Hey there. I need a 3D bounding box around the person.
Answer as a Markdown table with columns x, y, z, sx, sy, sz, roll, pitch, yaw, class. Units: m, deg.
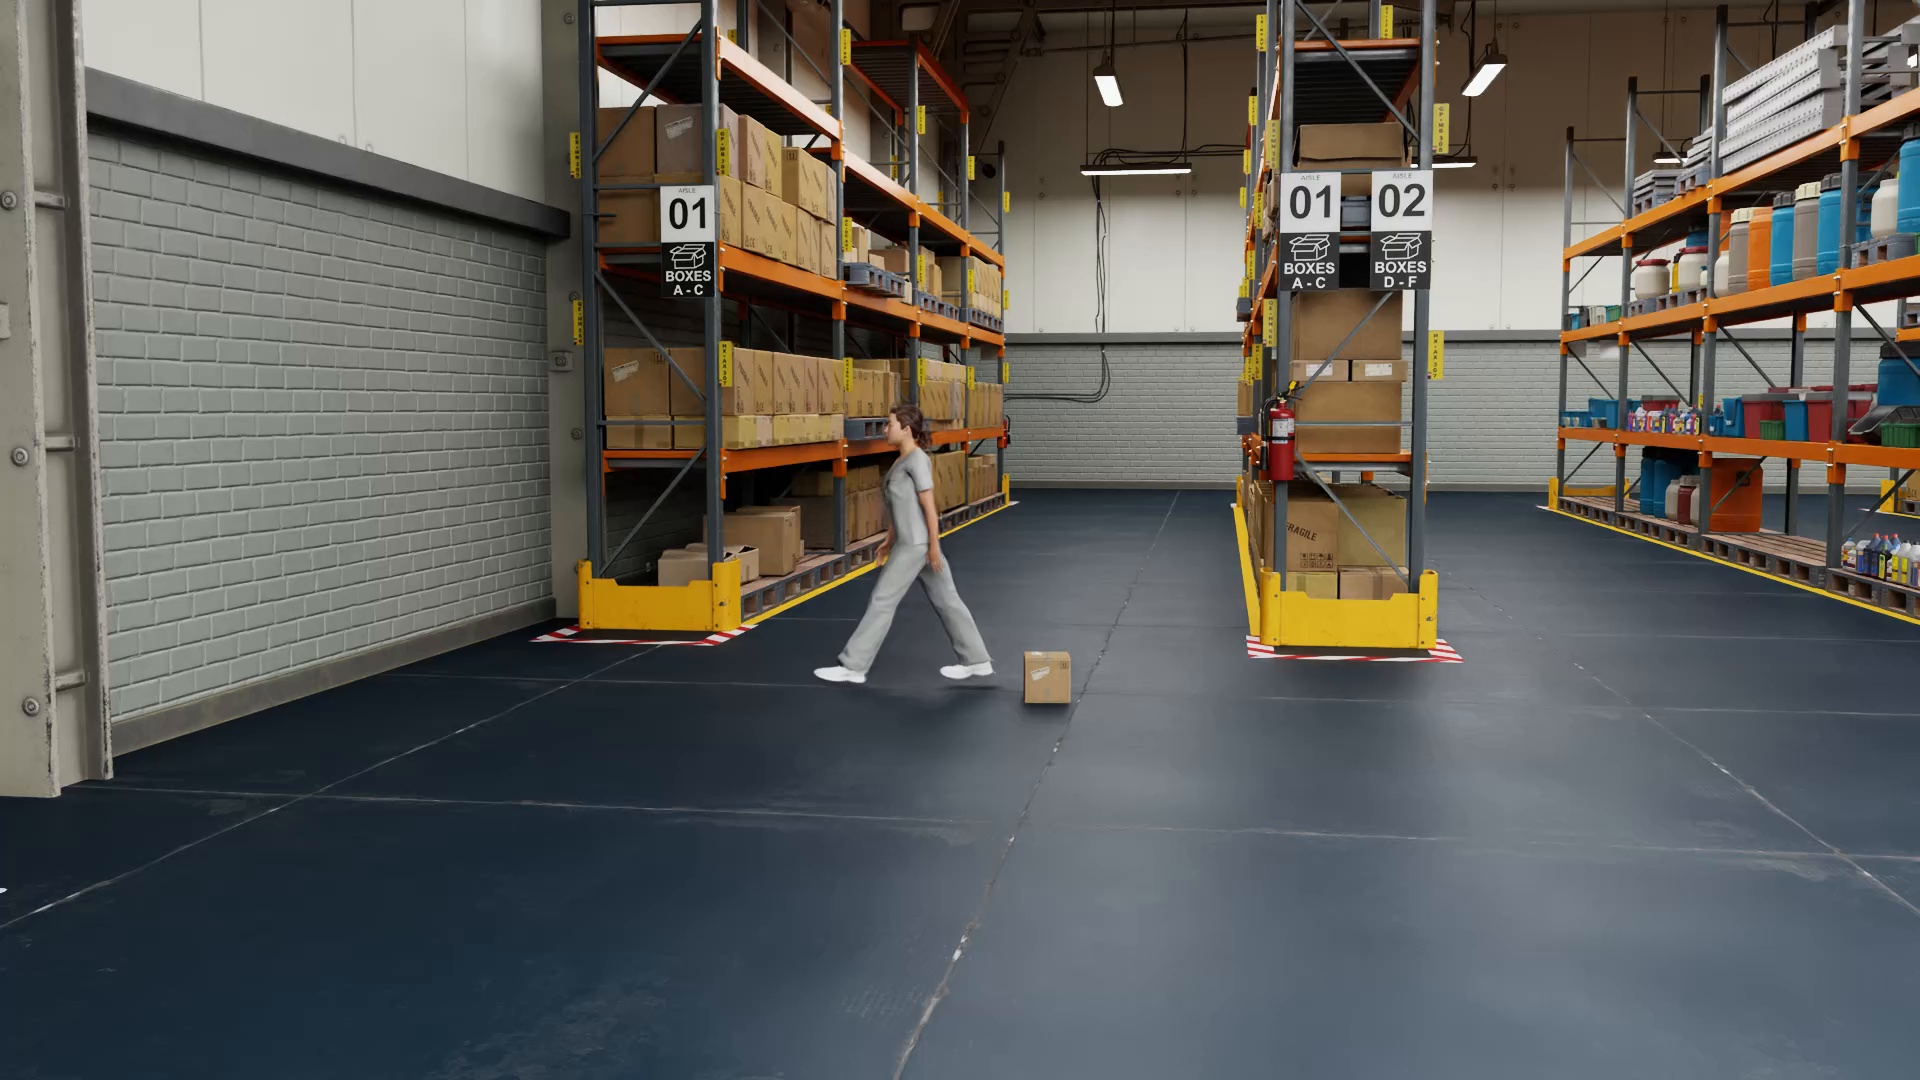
| x | y | z | sx | sy | sz | roll | pitch | yaw | class |
| --- | --- | --- | --- | --- | --- | --- | --- | --- | --- |
| -0.325 | 0.015 | 9.621 | 1.042 | 1.594 | 0.446 | 0 | 5 | -5 | person |
